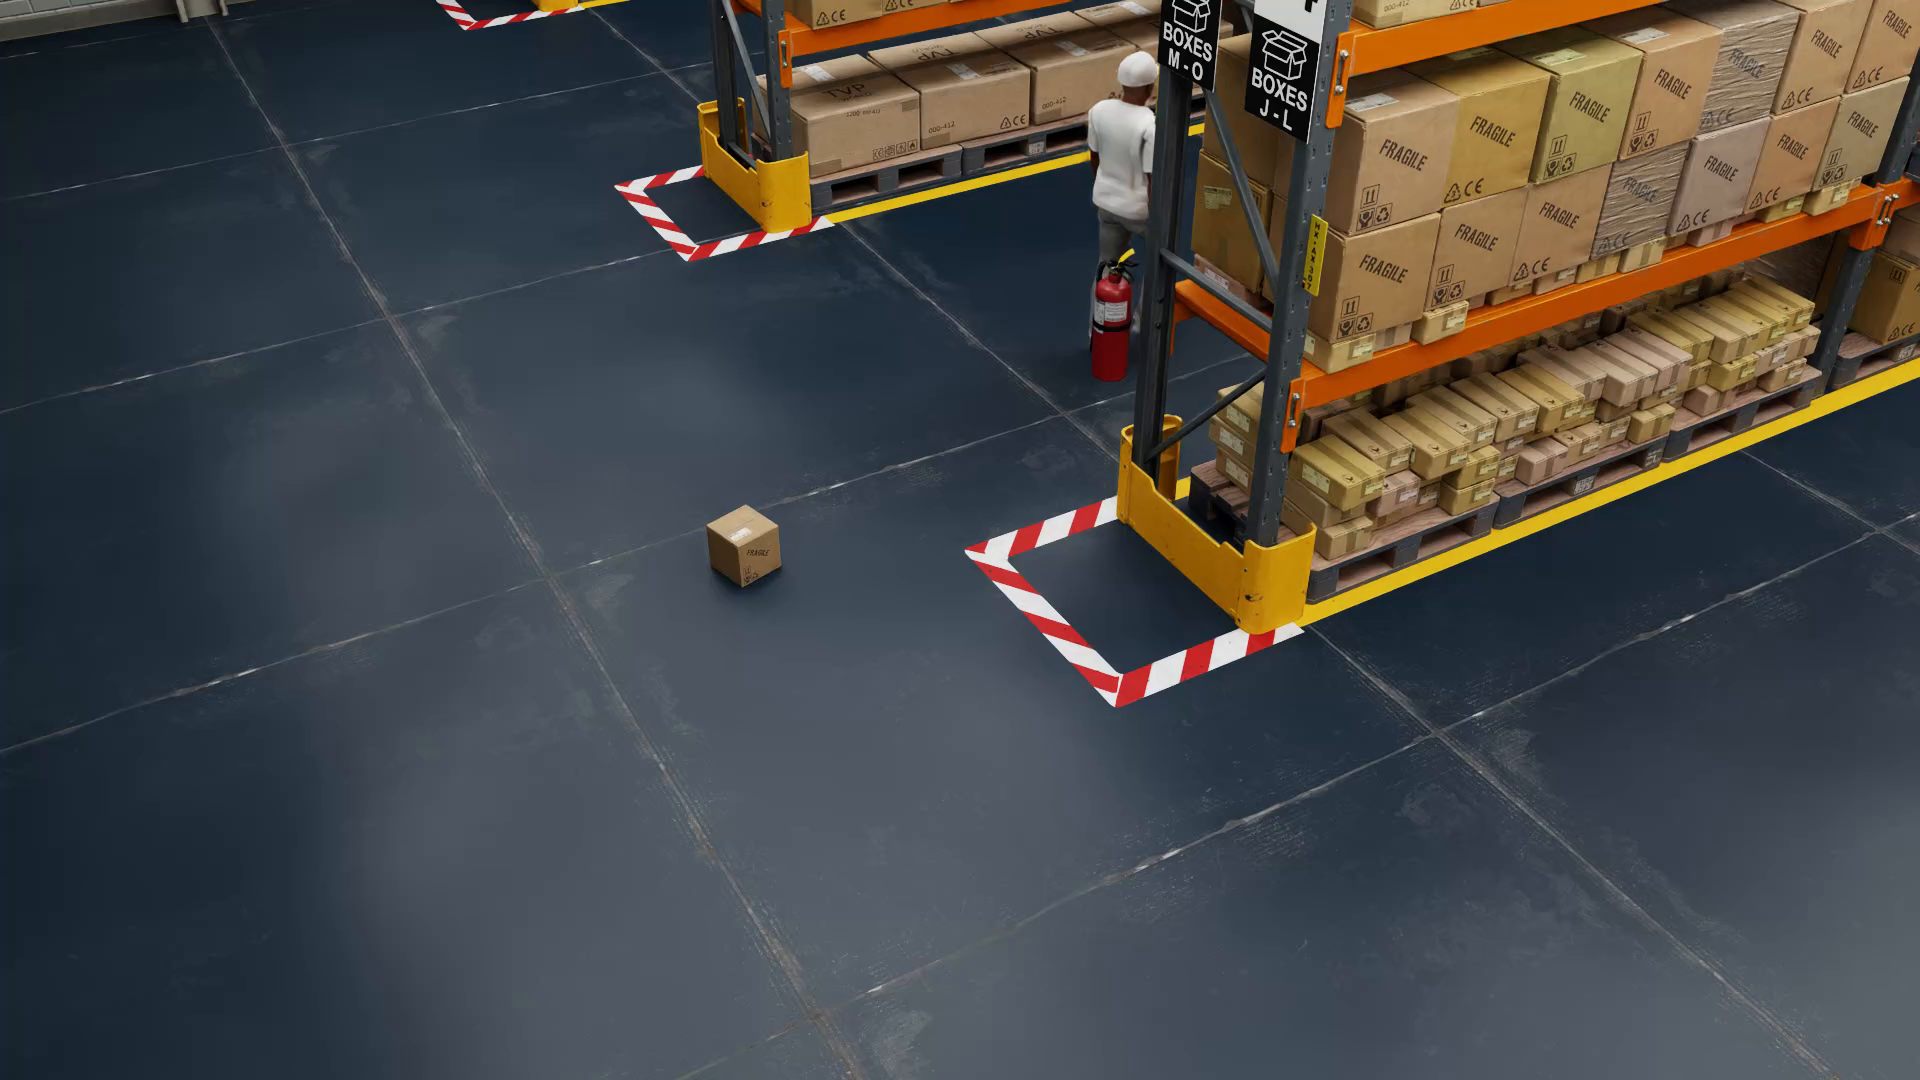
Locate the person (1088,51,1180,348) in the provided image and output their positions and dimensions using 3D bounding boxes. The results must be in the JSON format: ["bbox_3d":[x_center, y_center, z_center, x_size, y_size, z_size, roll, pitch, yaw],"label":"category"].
[{"bbox_3d":[0.980,-1.899,9.460,0.598,1.799,0.532,29,45,33],"label":"person"}]
